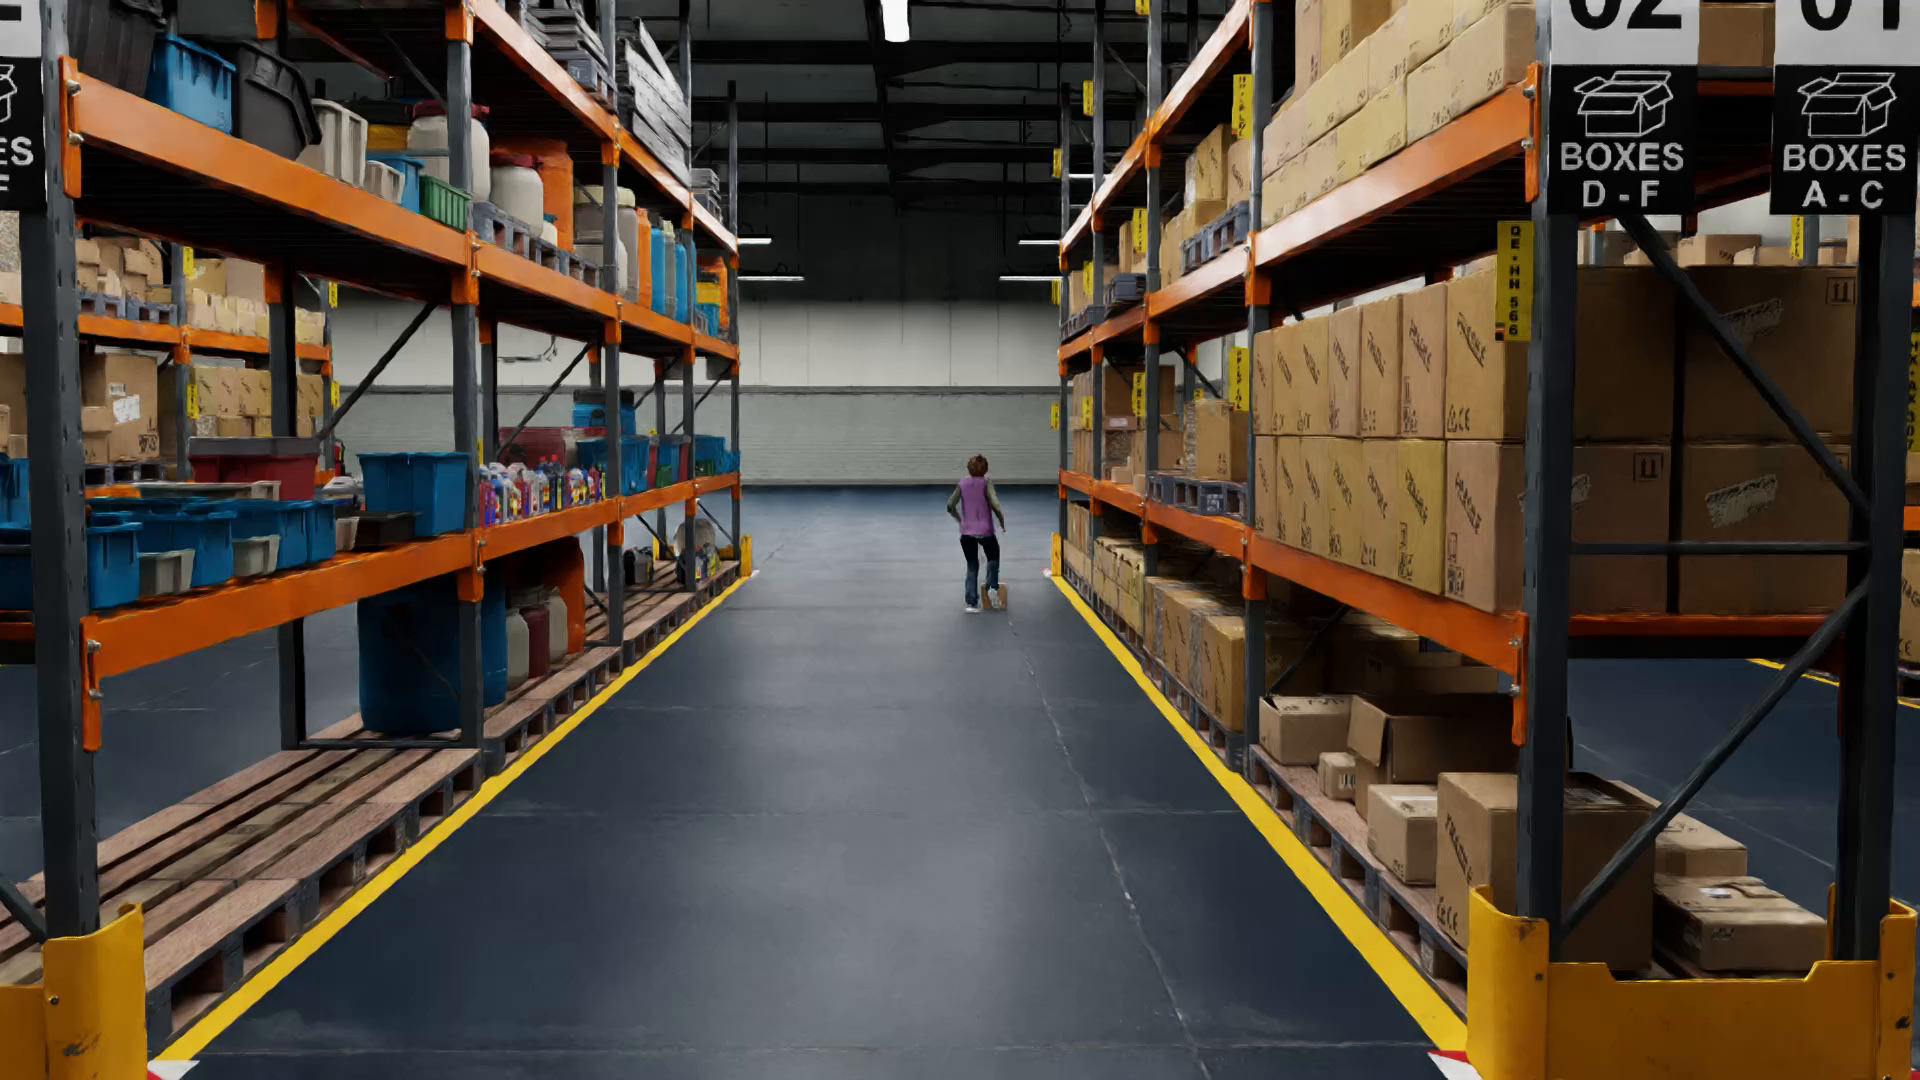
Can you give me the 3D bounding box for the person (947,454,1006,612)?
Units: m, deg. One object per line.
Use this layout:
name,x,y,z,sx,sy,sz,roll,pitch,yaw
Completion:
person,0.167,-0.065,16.395,0.585,1.563,0.439,1,4,15
